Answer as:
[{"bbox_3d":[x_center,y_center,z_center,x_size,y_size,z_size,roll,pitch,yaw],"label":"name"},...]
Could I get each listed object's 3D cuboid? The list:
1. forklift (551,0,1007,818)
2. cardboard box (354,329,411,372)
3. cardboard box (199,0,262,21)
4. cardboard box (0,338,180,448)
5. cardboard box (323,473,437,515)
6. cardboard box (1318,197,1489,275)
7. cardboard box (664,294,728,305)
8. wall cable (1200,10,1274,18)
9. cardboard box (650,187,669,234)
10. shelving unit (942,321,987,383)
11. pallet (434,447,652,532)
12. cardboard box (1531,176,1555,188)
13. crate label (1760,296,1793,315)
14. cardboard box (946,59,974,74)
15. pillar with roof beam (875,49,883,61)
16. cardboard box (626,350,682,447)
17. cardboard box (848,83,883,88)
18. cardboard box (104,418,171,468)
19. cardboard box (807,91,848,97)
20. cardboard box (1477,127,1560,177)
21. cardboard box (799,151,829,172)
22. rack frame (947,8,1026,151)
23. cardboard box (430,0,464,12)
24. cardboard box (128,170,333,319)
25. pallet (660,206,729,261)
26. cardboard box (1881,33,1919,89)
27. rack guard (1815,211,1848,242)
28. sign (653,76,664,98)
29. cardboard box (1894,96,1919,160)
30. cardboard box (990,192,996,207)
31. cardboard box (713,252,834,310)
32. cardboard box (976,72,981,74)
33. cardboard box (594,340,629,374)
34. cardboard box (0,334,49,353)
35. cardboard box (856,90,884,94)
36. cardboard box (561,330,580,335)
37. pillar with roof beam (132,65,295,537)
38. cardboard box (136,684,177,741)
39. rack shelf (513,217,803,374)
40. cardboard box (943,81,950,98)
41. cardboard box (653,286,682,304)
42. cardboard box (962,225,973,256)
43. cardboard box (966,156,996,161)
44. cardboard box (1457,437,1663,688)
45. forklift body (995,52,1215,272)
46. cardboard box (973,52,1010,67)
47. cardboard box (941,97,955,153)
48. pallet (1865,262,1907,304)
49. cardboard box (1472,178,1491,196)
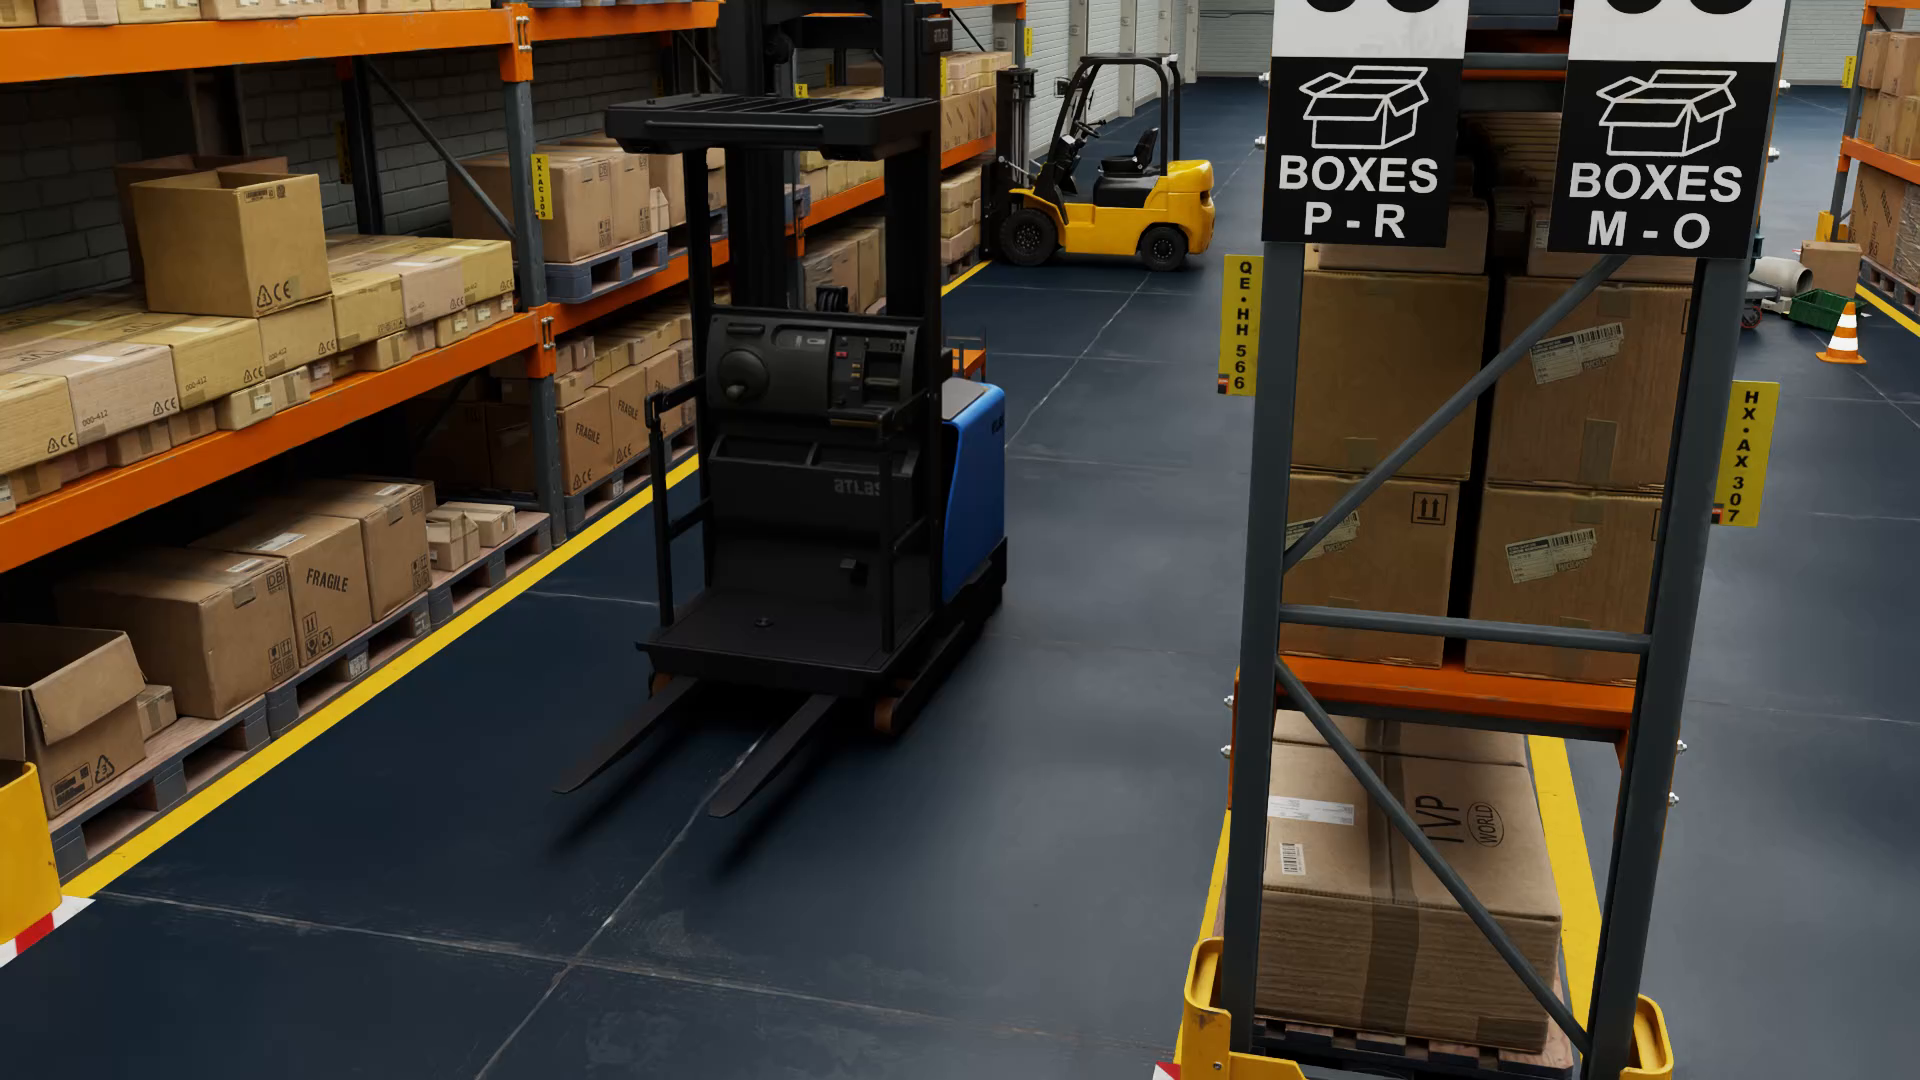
[{"bbox_3d":[-0.686,-0.723,6.771,1.130,2.935,3.031,6,20,16],"label":"forklift"},{"bbox_3d":[-2.704,-0.862,7.459,0.380,0.149,0.250,4,19,13],"label":"cardboard box"},{"bbox_3d":[-2.868,-2.031,6.241,0.380,0.149,0.250,5,19,13],"label":"cardboard box"},{"bbox_3d":[-3.145,-0.525,5.855,0.500,0.250,0.500,5,19,14],"label":"cardboard box"},{"bbox_3d":[-3.053,-0.168,8.548,0.500,0.311,0.500,5,20,15],"label":"cardboard box"},{"bbox_3d":[1.068,-0.741,4.011,0.380,0.149,0.250,5,19,14],"label":"cardboard box"},{"bbox_3d":[-1.813,-1.585,11.402,0.380,0.149,0.250,5,20,15],"label":"cardboard box"},{"bbox_3d":[8.557,-16.635,48.773,3.097,2.526,0.112,5,19,13],"label":"wall cable"},{"bbox_3d":[-1.951,-1.970,9.872,0.396,0.266,0.258,6,20,16],"label":"cardboard box"},{"bbox_3d":[-0.040,-0.516,8.842,0.258,1.200,0.503,5,19,13],"label":"shelving unit"},{"bbox_3d":[-2.500,-0.368,9.938,1.003,0.211,1.213,5,19,13],"label":"pallet"},{"bbox_3d":[1.699,-0.862,4.366,0.380,0.149,0.250,5,20,15],"label":"cardboard box"},{"bbox_3d":[7.541,-2.168,15.324,0.298,0.136,0.250,-9,21,-24],"label":"crate label"},{"bbox_3d":[-0.061,-4.998,17.562,0.380,0.149,0.250,5,19,14],"label":"cardboard box"},{"bbox_3d":[3.400,-7.543,17.349,9.100,9.000,0.400,5,19,13],"label":"pillar with roof beam"},{"bbox_3d":[-2.079,-0.903,10.408,0.500,0.500,0.500,4,19,12],"label":"cardboard box"},{"bbox_3d":[-0.878,-4.412,16.307,0.380,0.149,0.250,5,19,13],"label":"cardboard box"},{"bbox_3d":[-3.124,-0.381,6.052,0.380,0.149,0.250,5,20,15],"label":"cardboard box"},{"bbox_3d":[-1.222,-3.958,14.977,0.380,0.149,0.250,4,19,13],"label":"cardboard box"},{"bbox_3d":[2.011,-1.349,5.791,0.380,0.149,0.250,4,19,12],"label":"cardboard box"},{"bbox_3d":[-1.316,-2.967,12.691,0.500,0.250,0.500,5,19,13],"label":"cardboard box"},{"bbox_3d":[0.269,-5.191,19.744,1.000,3.000,0.127,5,19,13],"label":"rack frame"},{"bbox_3d":[-2.527,-2.518,7.666,0.380,0.149,0.250,5,19,13],"label":"cardboard box"},{"bbox_3d":[-2.902,-1.192,6.647,0.500,0.500,0.500,5,20,15],"label":"cardboard box"},{"bbox_3d":[-2.156,-1.983,10.648,1.003,0.211,1.213,5,19,13],"label":"pallet"},{"bbox_3d":[9.735,-4.730,16.492,0.875,0.550,0.550,5,19,13],"label":"cardboard box"},{"bbox_3d":[9.914,-3.265,17.974,1.175,0.500,0.348,5,19,13],"label":"rack guard"},{"bbox_3d":[-2.224,-3.274,12.341,0.100,0.325,0.005,5,19,13],"label":"sign"},{"bbox_3d":[9.400,-3.883,15.682,0.875,0.550,0.500,5,19,13],"label":"cardboard box"},{"bbox_3d":[0.089,-3.671,18.126,0.500,0.250,0.500,5,19,13],"label":"cardboard box"},{"bbox_3d":[-1.520,-1.953,13.288,0.875,0.625,0.625,5,20,15],"label":"cardboard box"},{"bbox_3d":[0.018,-4.939,17.849,0.380,0.149,0.250,5,19,13],"label":"cardboard box"},{"bbox_3d":[-2.219,-1.105,9.996,0.380,0.149,0.250,4,19,12],"label":"cardboard box"},{"bbox_3d":[-3.658,-0.572,5.994,0.500,0.250,0.500,5,19,14],"label":"cardboard box"},{"bbox_3d":[-0.732,-4.012,15.134,0.380,0.149,0.250,5,19,13],"label":"cardboard box"},{"bbox_3d":[-2.586,-1.215,10.317,0.380,0.149,0.250,5,20,15],"label":"cardboard box"},{"bbox_3d":[0.468,-3.782,6.337,9.100,9.000,0.400,5,19,13],"label":"pillar with roof beam"},{"bbox_3d":[-3.257,0.660,6.375,0.380,0.149,0.250,4,19,11],"label":"cardboard box"},{"bbox_3d":[-2.174,-1.716,10.684,1.077,0.370,4.000,5,19,13],"label":"rack shelf"},{"bbox_3d":[-0.313,-4.452,16.422,0.380,0.149,0.250,5,20,15],"label":"cardboard box"},{"bbox_3d":[-2.189,-1.702,11.743,0.380,0.149,0.250,5,19,14],"label":"cardboard box"},{"bbox_3d":[-0.160,-3.120,17.287,0.500,0.250,0.500,4,19,12],"label":"cardboard box"},{"bbox_3d":[0.340,-4.232,18.994,0.500,0.250,0.500,5,19,14],"label":"cardboard box"},{"bbox_3d":[1.570,0.040,4.276,0.500,0.500,0.500,5,19,13],"label":"cardboard box"},{"bbox_3d":[1.575,-4.051,17.719,2.313,2.155,1.214,5,19,13],"label":"forklift body"},{"bbox_3d":[0.356,-5.477,18.964,0.380,0.149,0.250,5,19,13],"label":"cardboard box"},{"bbox_3d":[-0.346,-4.103,16.404,0.500,0.500,0.500,4,19,12],"label":"cardboard box"},{"bbox_3d":[9.489,-2.483,16.131,1.003,0.211,1.213,5,19,13],"label":"pallet"},{"bbox_3d":[1.927,-0.914,5.522,0.500,0.500,0.500,5,19,14],"label":"cardboard box"}]
